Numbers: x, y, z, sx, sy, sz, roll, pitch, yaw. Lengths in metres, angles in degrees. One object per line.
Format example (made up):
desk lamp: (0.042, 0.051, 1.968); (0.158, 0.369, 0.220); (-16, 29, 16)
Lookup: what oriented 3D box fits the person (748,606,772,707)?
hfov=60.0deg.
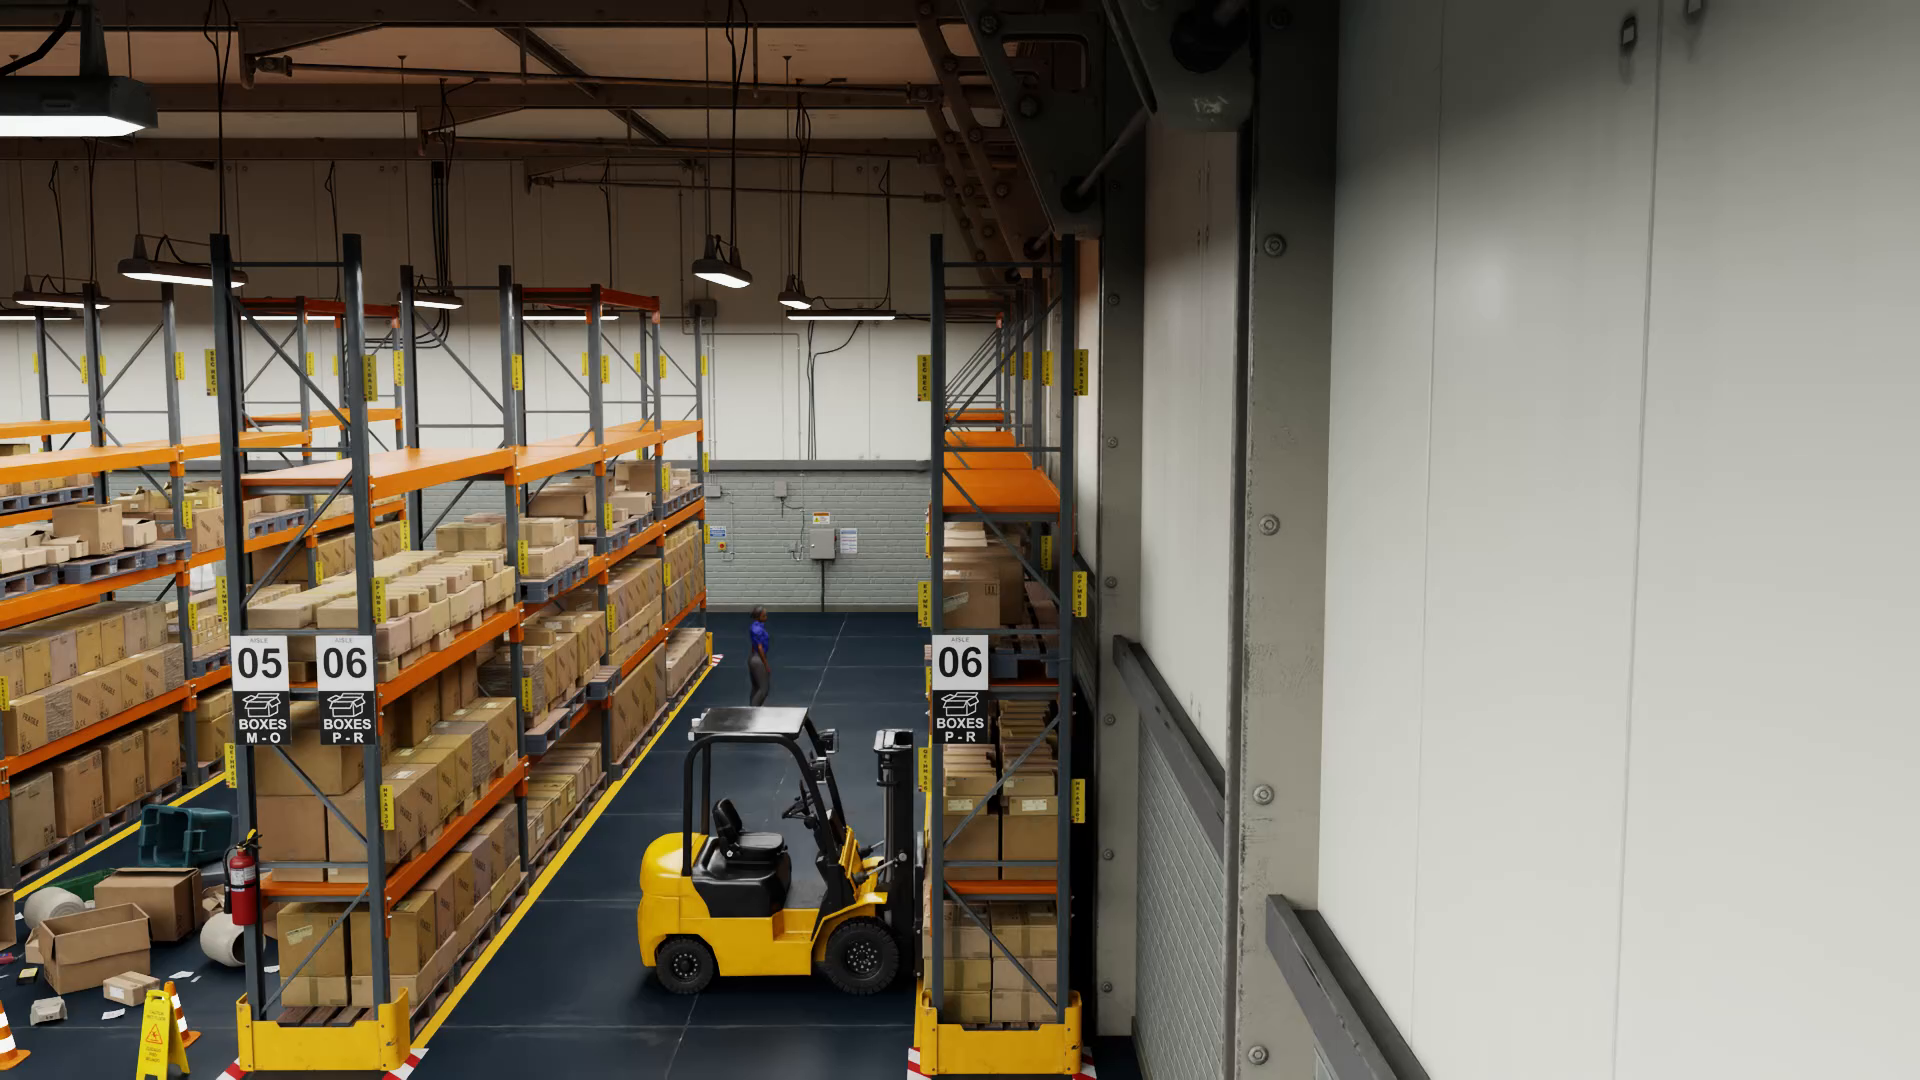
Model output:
person: (-2.849, 1.758, 23.392); (0.373, 1.657, 0.501); (-1, 6, -11)

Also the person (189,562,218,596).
person: (-13.958, 0.907, 30.595); (0.578, 1.788, 0.386); (-2, 7, -21)
